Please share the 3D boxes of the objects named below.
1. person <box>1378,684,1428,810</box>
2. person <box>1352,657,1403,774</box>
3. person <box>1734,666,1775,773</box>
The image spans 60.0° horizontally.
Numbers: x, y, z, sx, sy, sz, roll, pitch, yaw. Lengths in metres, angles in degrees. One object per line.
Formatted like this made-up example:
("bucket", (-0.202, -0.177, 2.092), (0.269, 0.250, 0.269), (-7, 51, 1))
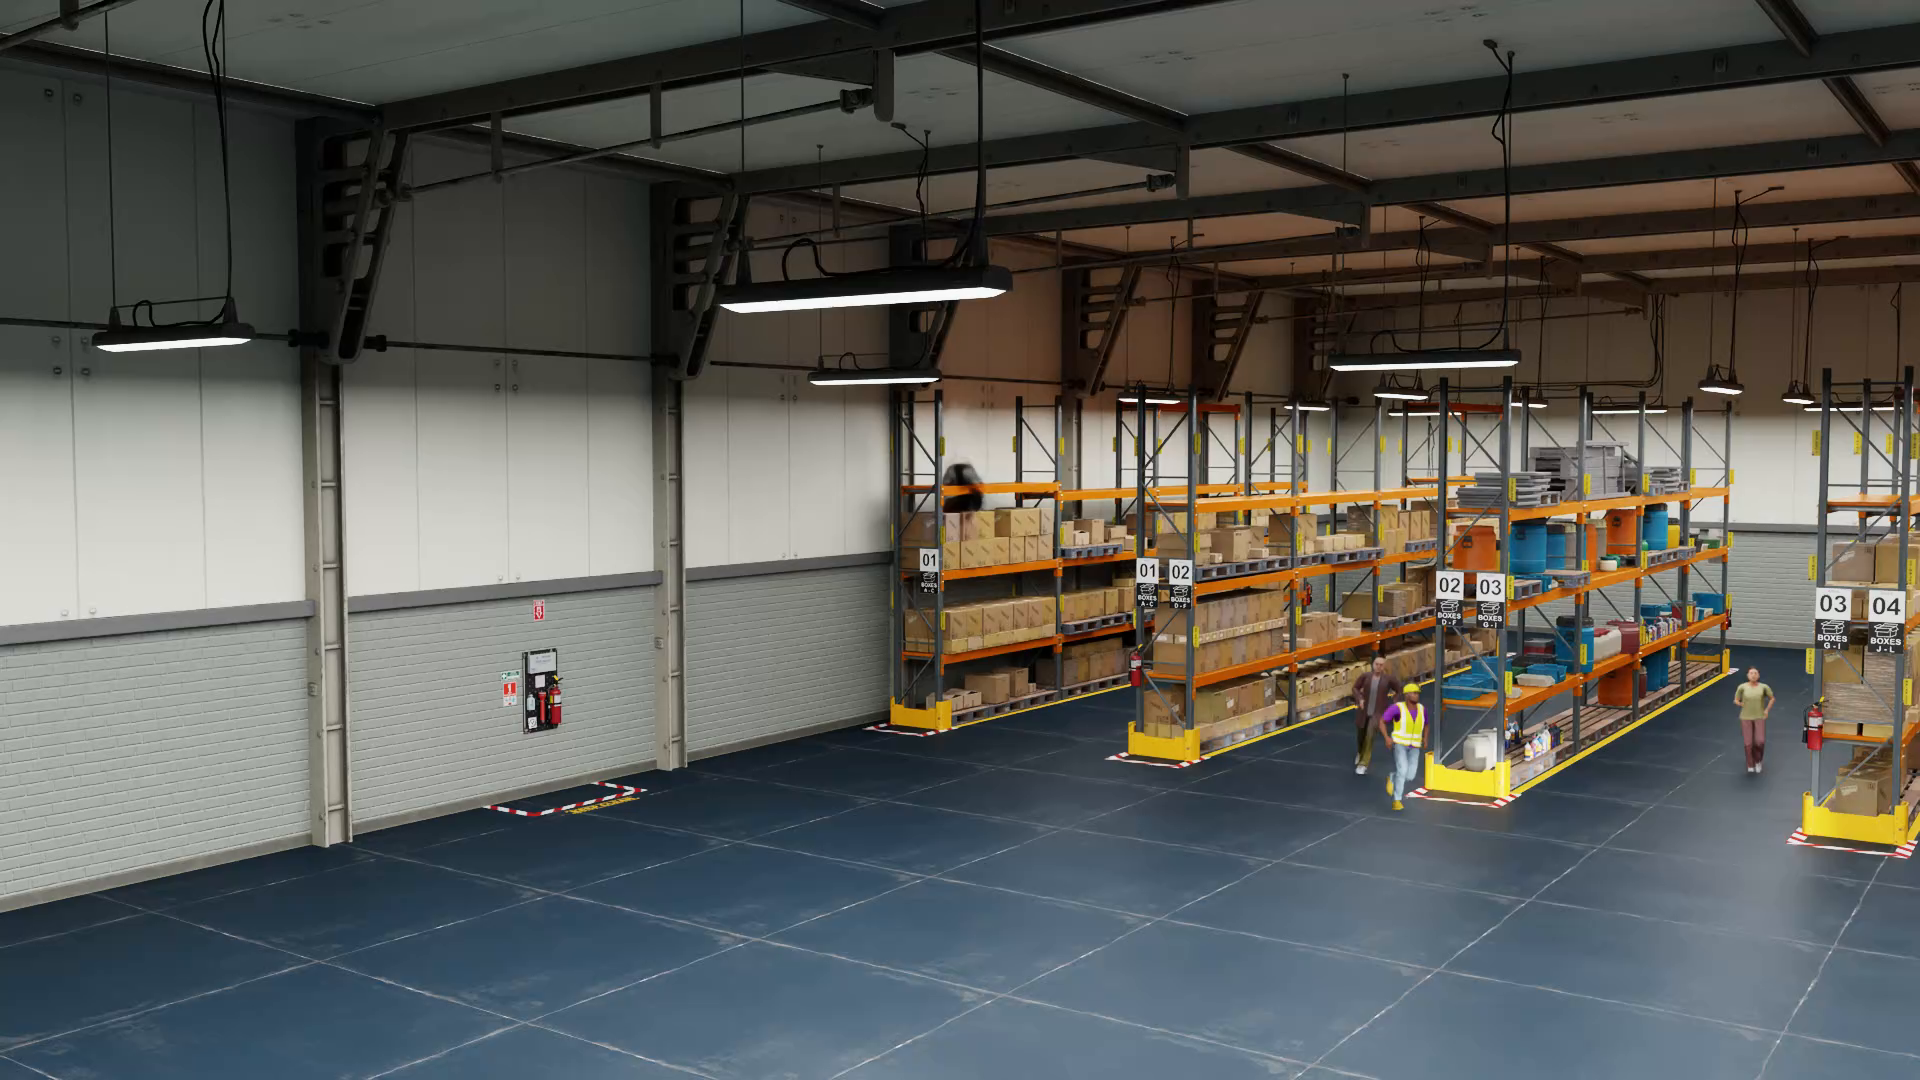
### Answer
("person", (6.205, 2.853, 23.192), (0.751, 1.715, 0.676), (-1, 3, -13))
("person", (6.400, 2.673, 25.593), (0.767, 1.759, 0.946), (2, 4, 27))
("person", (12.093, 2.743, 25.342), (0.567, 1.630, 0.563), (2, 4, 27))
